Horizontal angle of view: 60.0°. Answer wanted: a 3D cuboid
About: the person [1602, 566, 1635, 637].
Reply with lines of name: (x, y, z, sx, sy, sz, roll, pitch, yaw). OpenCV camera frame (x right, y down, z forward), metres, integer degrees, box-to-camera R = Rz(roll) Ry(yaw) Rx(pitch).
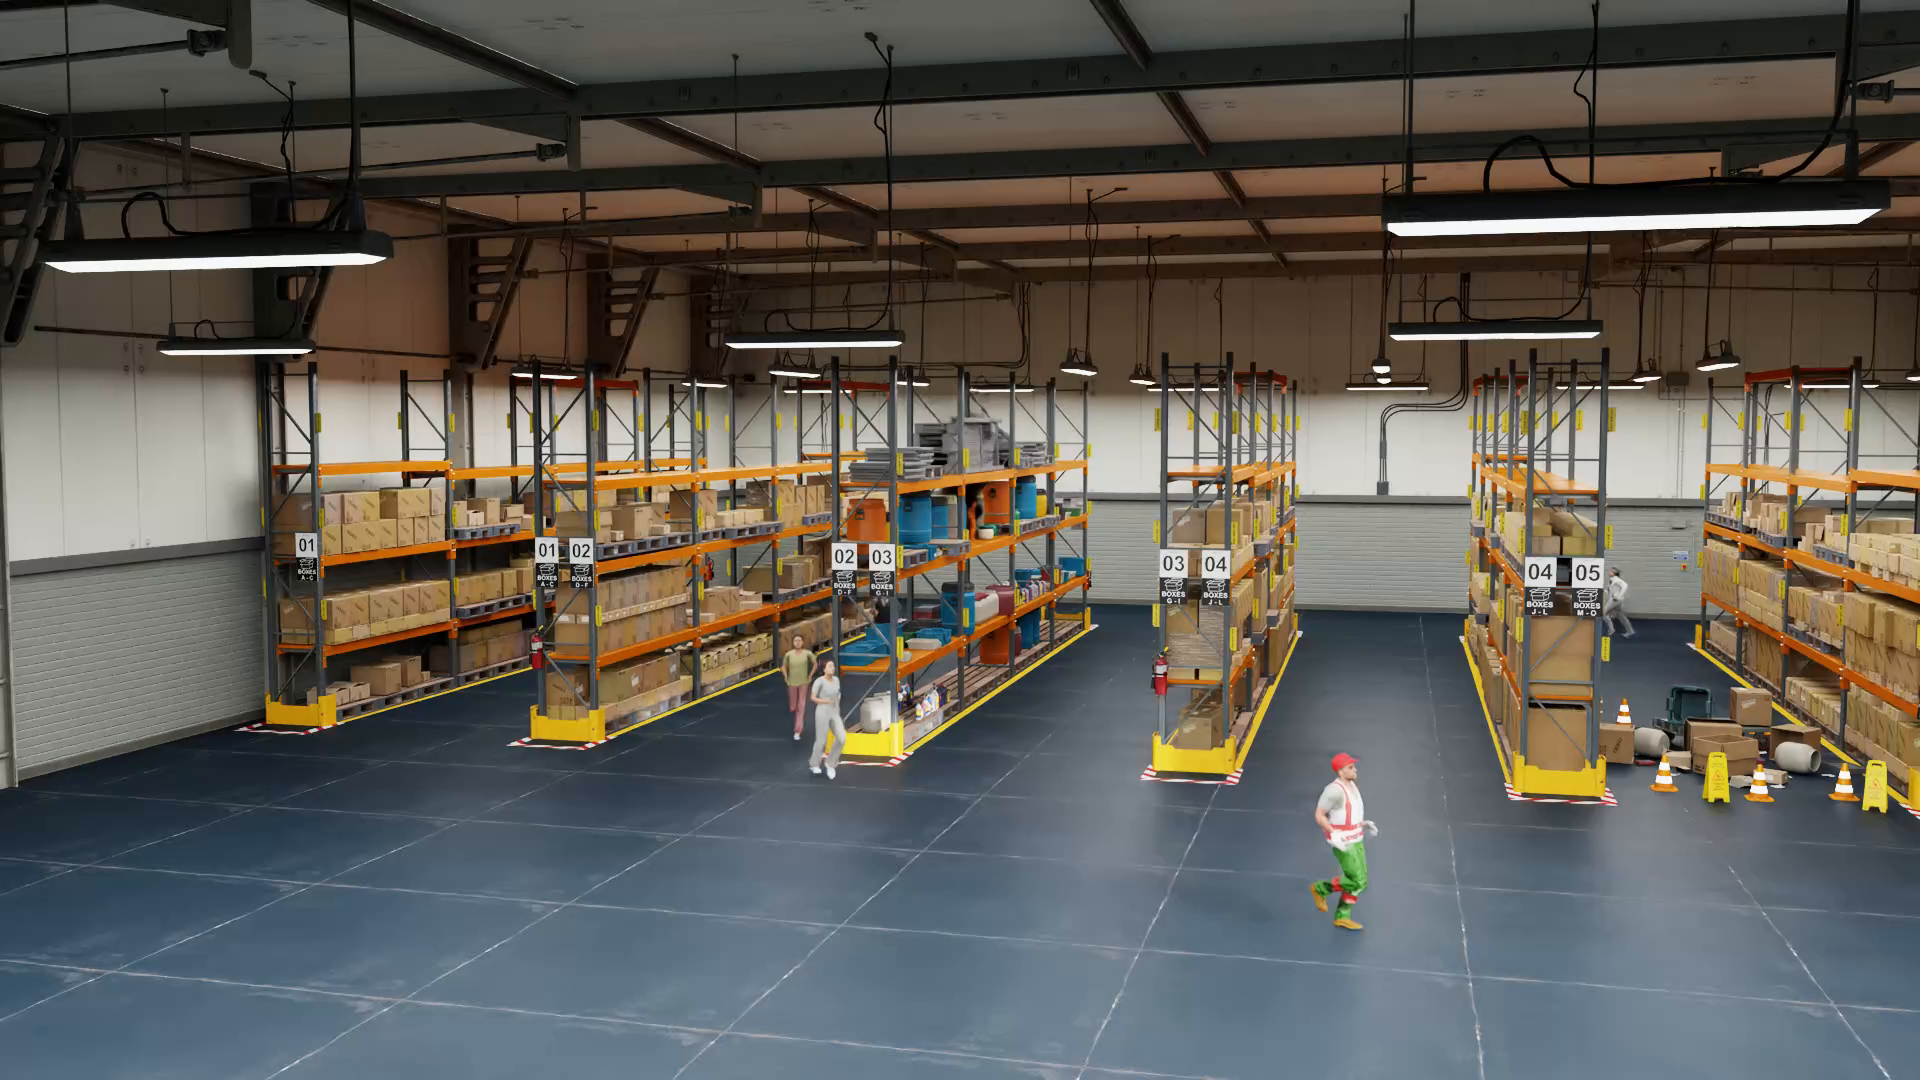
person: (15.202, 1.450, 38.522, 0.852, 1.702, 0.622, 2, 4, 21)

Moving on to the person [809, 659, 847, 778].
person: (-1.859, 2.521, 23.536, 0.564, 1.693, 0.640, -3, 5, -35)

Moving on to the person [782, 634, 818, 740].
person: (-2.580, 2.322, 26.606, 0.557, 1.654, 0.791, 0, 4, 1)

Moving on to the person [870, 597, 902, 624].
person: (-1.535, 1.755, 34.092, 0.642, 1.717, 0.647, 0, 4, 5)

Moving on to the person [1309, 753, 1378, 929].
person: (3.803, 2.977, 16.489, 0.601, 1.738, 0.658, 3, 5, 38)
